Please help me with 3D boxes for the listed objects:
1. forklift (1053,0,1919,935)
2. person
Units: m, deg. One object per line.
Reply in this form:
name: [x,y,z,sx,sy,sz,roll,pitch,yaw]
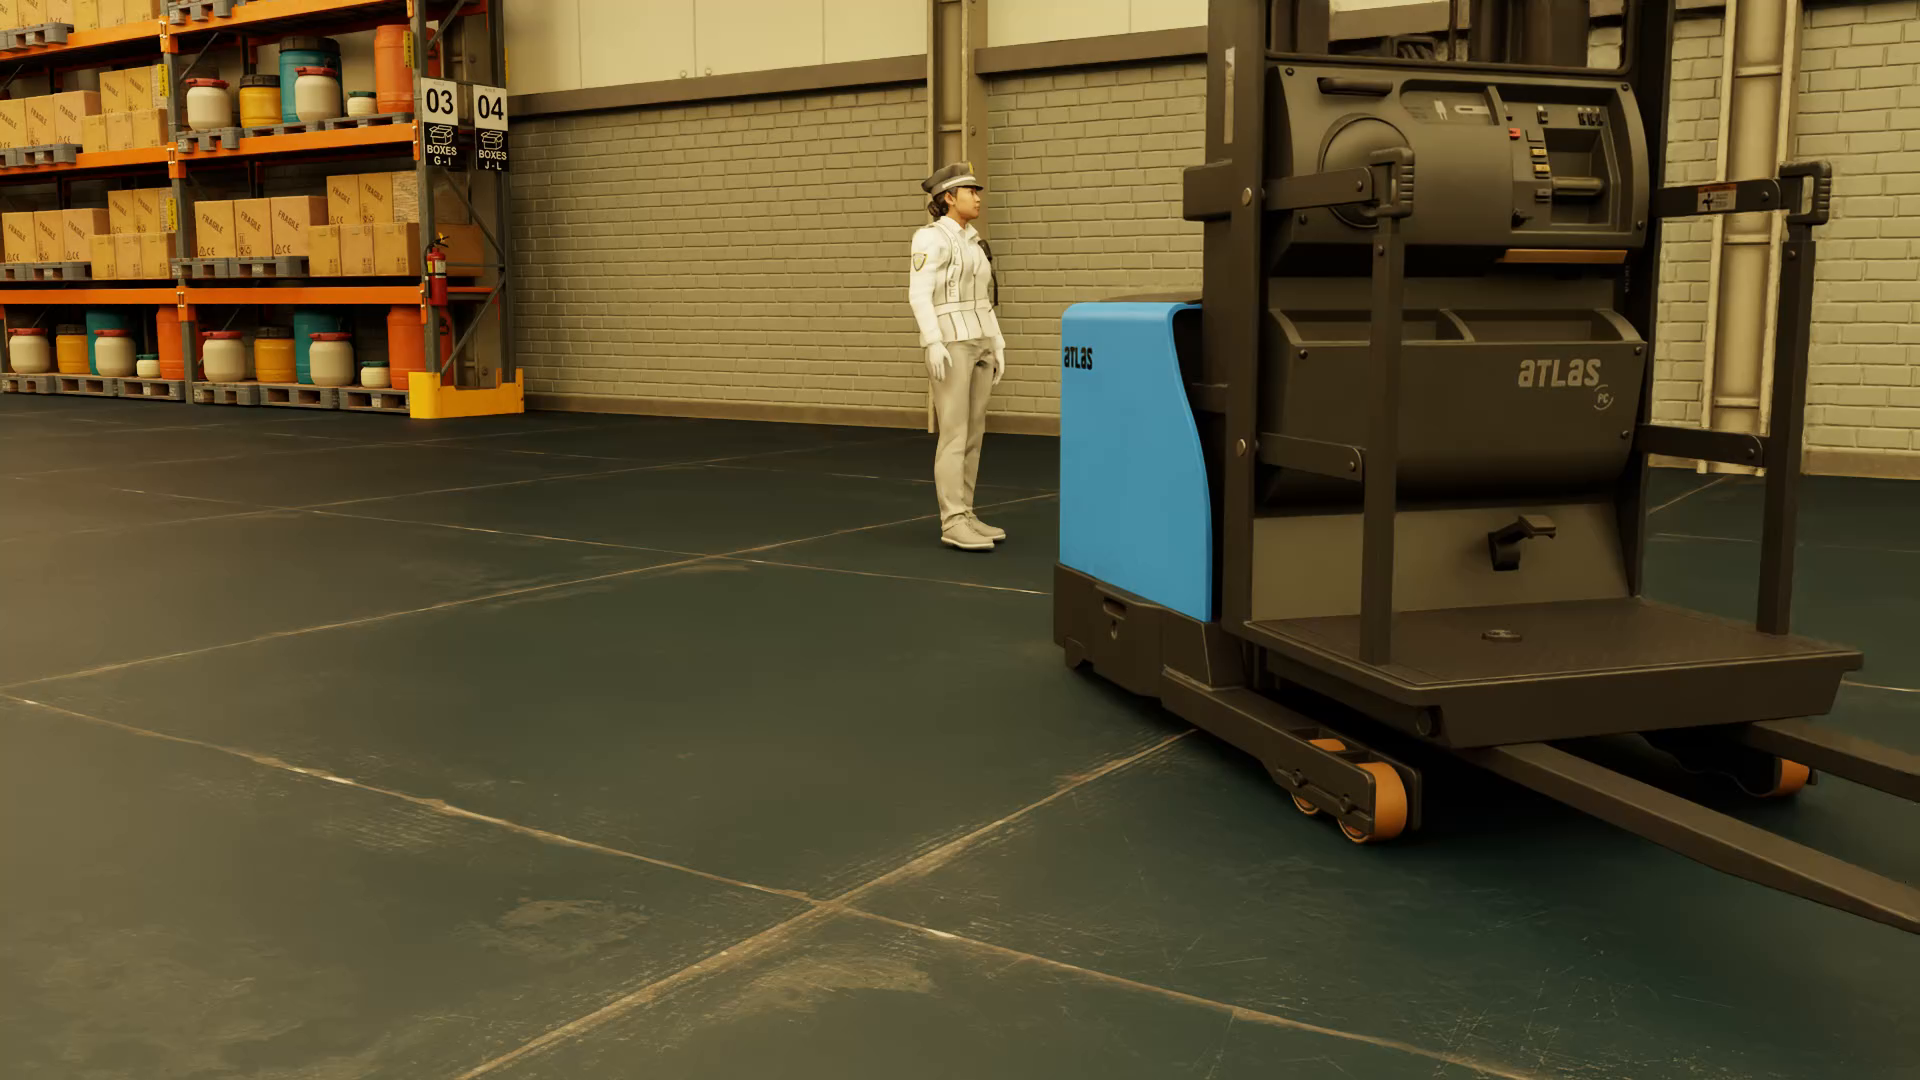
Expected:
forklift: [1.214,-0.906,3.561,1.130,2.935,3.031,-3,8,-18]
person: [0.053,-0.840,7.440,0.531,1.695,0.588,5,10,34]
